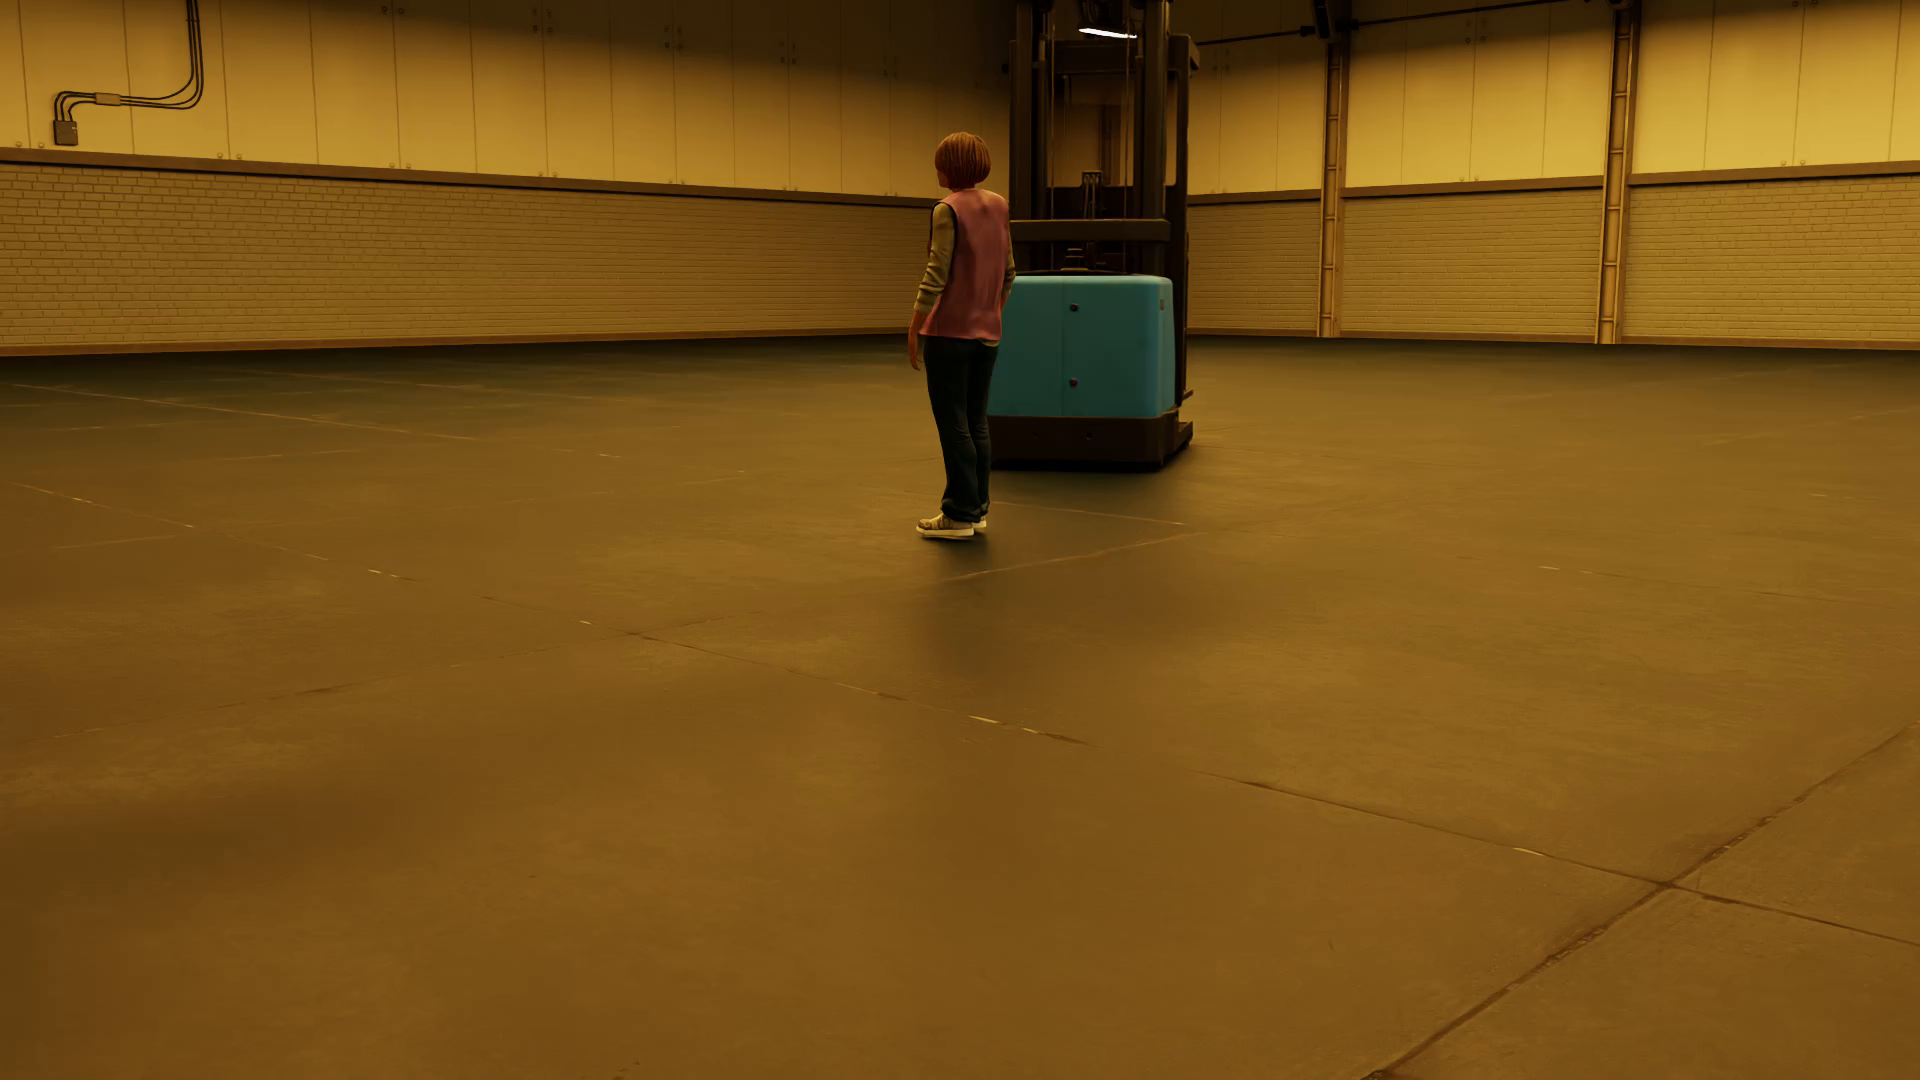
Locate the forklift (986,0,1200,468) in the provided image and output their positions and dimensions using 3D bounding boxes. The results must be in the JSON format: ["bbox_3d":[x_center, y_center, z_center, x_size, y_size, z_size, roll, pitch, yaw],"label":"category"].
[{"bbox_3d":[0.895,-2.037,10.401,1.130,2.935,3.031,2,9,13],"label":"forklift"}]

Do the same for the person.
[{"bbox_3d":[-0.043,-0.799,6.659,0.476,1.582,0.520,8,12,43],"label":"person"}]
